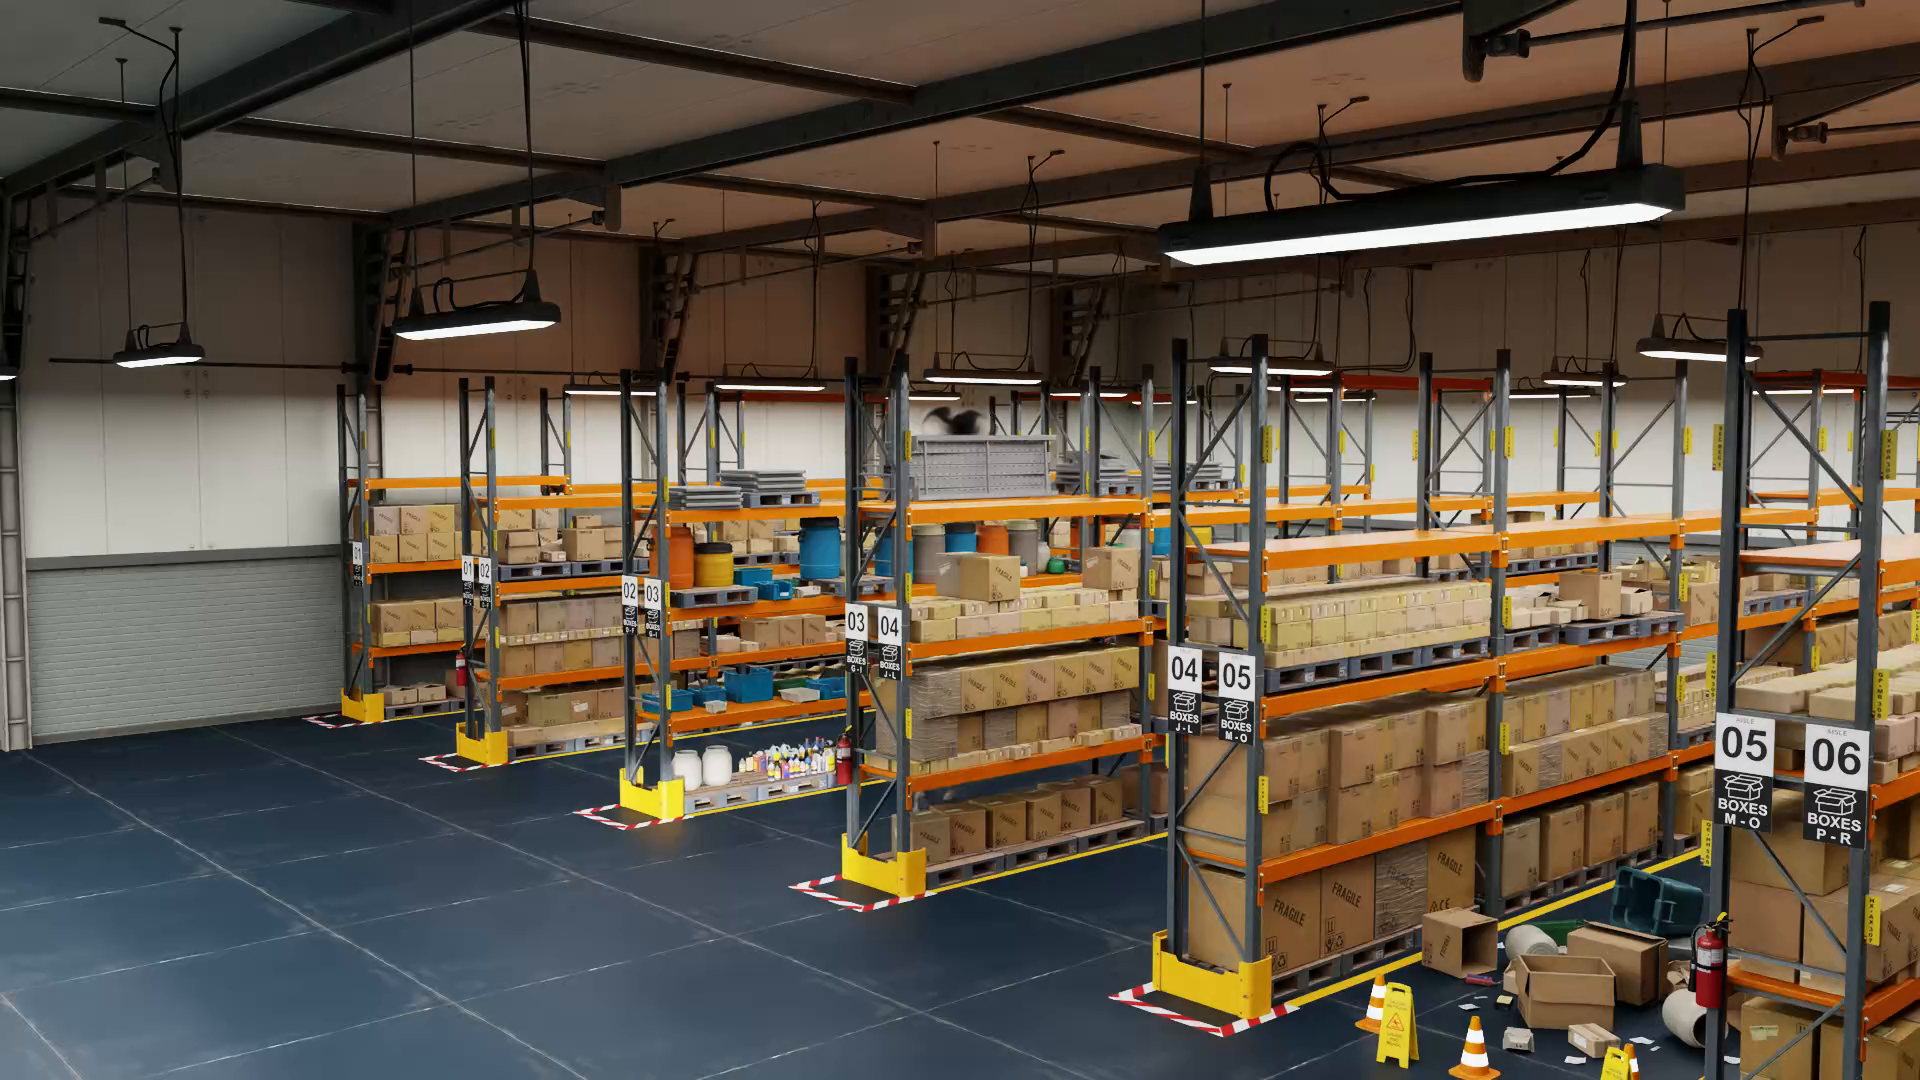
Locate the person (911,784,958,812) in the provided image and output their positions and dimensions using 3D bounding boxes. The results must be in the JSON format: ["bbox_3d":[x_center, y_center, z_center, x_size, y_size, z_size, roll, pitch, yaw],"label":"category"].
[{"bbox_3d":[-0.337,2.853,22.790,0.576,1.699,0.943,2,4,33],"label":"person"}]
